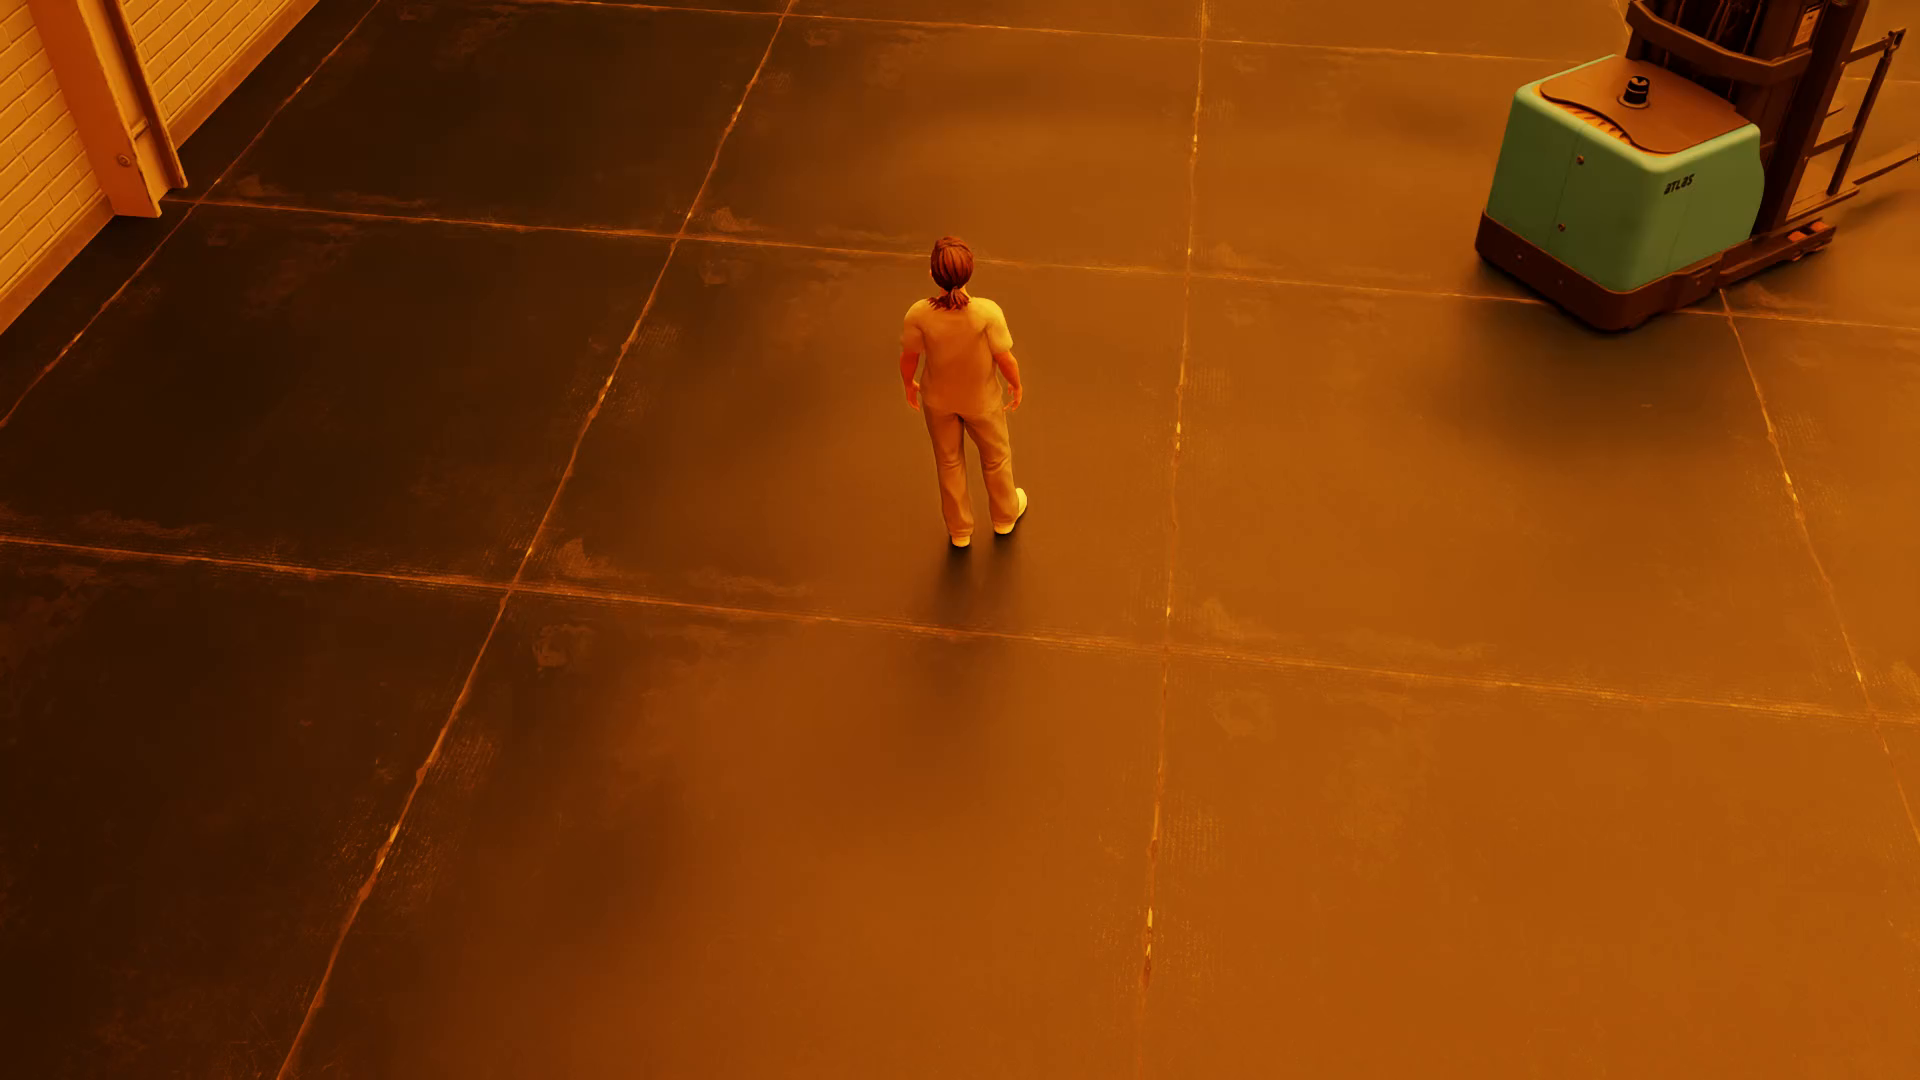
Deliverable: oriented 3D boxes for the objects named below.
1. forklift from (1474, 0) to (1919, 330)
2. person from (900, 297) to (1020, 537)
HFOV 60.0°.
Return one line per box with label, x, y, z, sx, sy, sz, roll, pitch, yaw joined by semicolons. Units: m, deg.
forklift;4.499;-2.980;8.969;3.031;2.935;1.130;-23;47;-23
person;0.012;-0.574;7.401;0.517;1.362;0.395;5;43;6
